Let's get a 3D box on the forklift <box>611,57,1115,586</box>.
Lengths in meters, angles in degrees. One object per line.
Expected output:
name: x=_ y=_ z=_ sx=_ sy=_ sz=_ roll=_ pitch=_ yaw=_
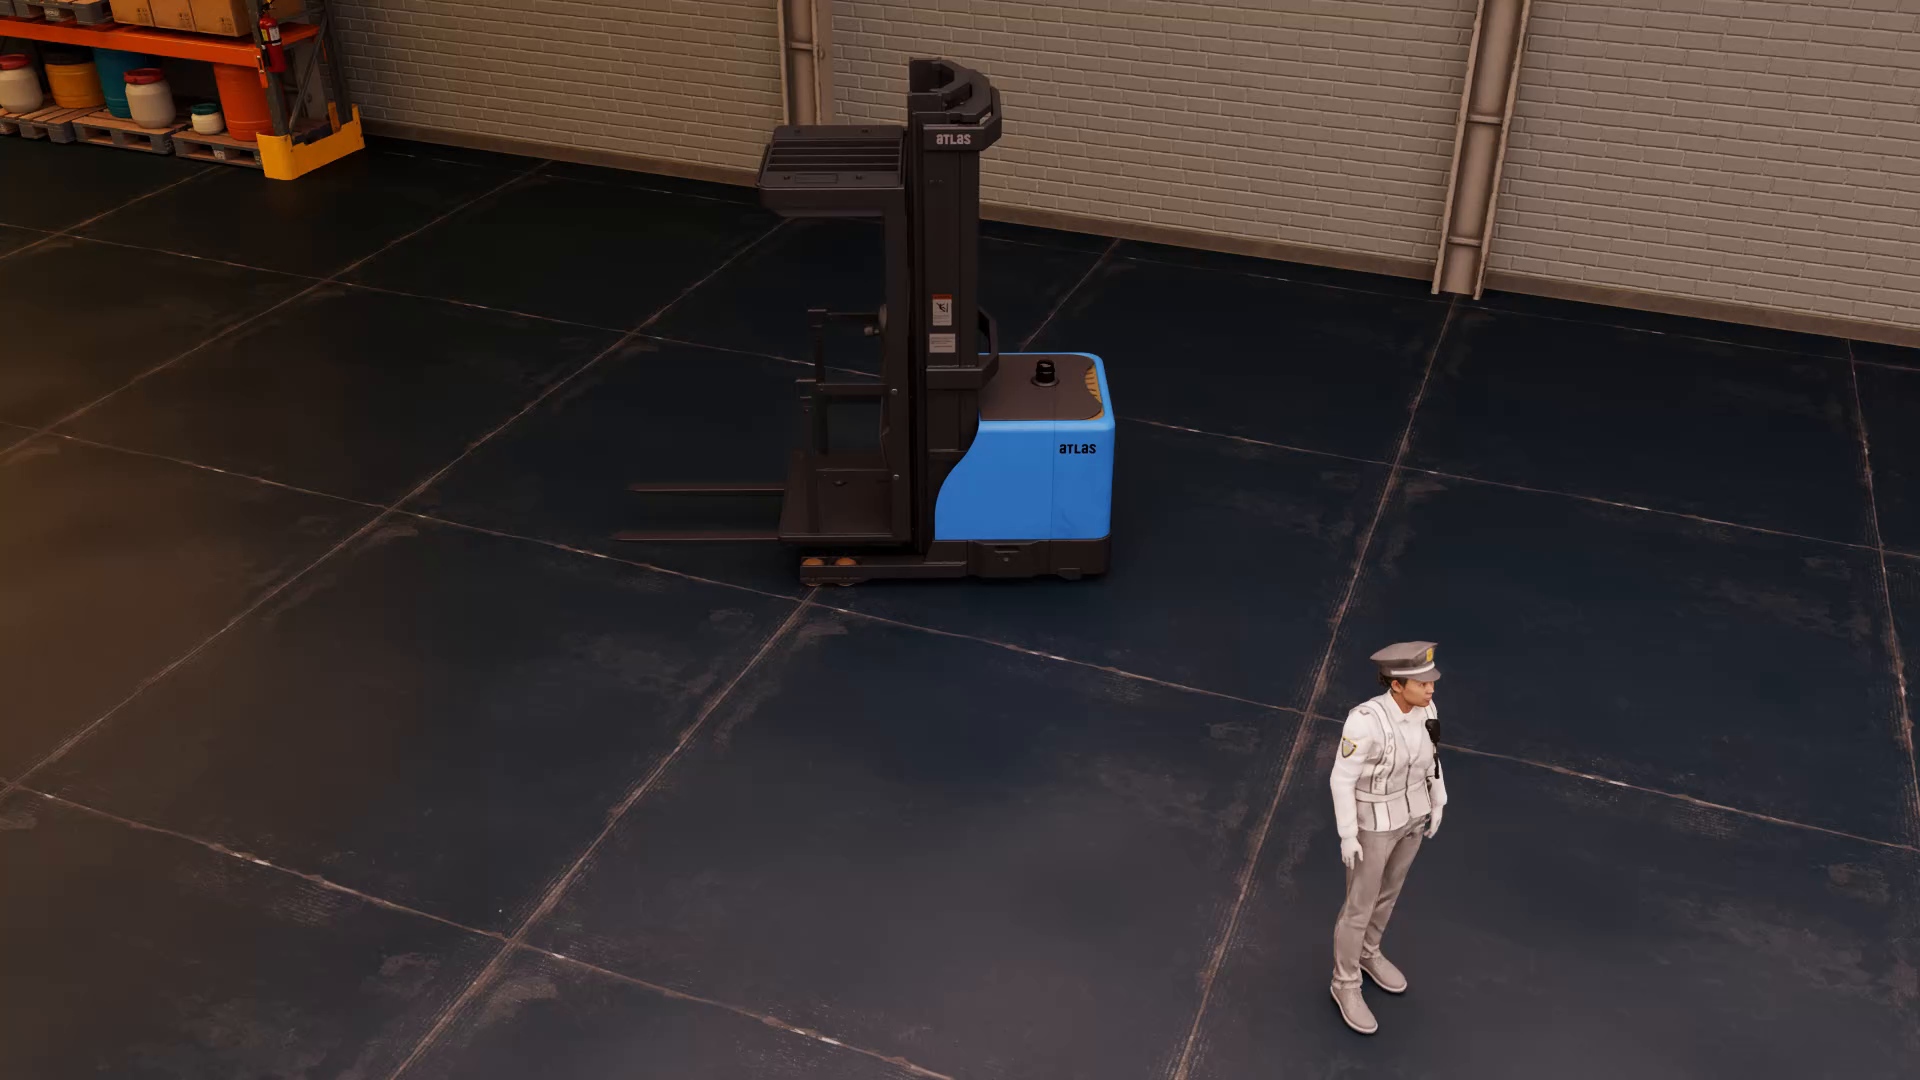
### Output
forklift: x=-0.609 y=-1.251 z=9.736 sx=3.031 sy=2.935 sz=1.130 roll=0 pitch=31 yaw=-1

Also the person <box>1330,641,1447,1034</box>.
person: x=1.811 y=1.186 z=6.885 sx=0.587 sy=1.694 sz=0.530 roll=-17 pitch=35 yaw=-26
